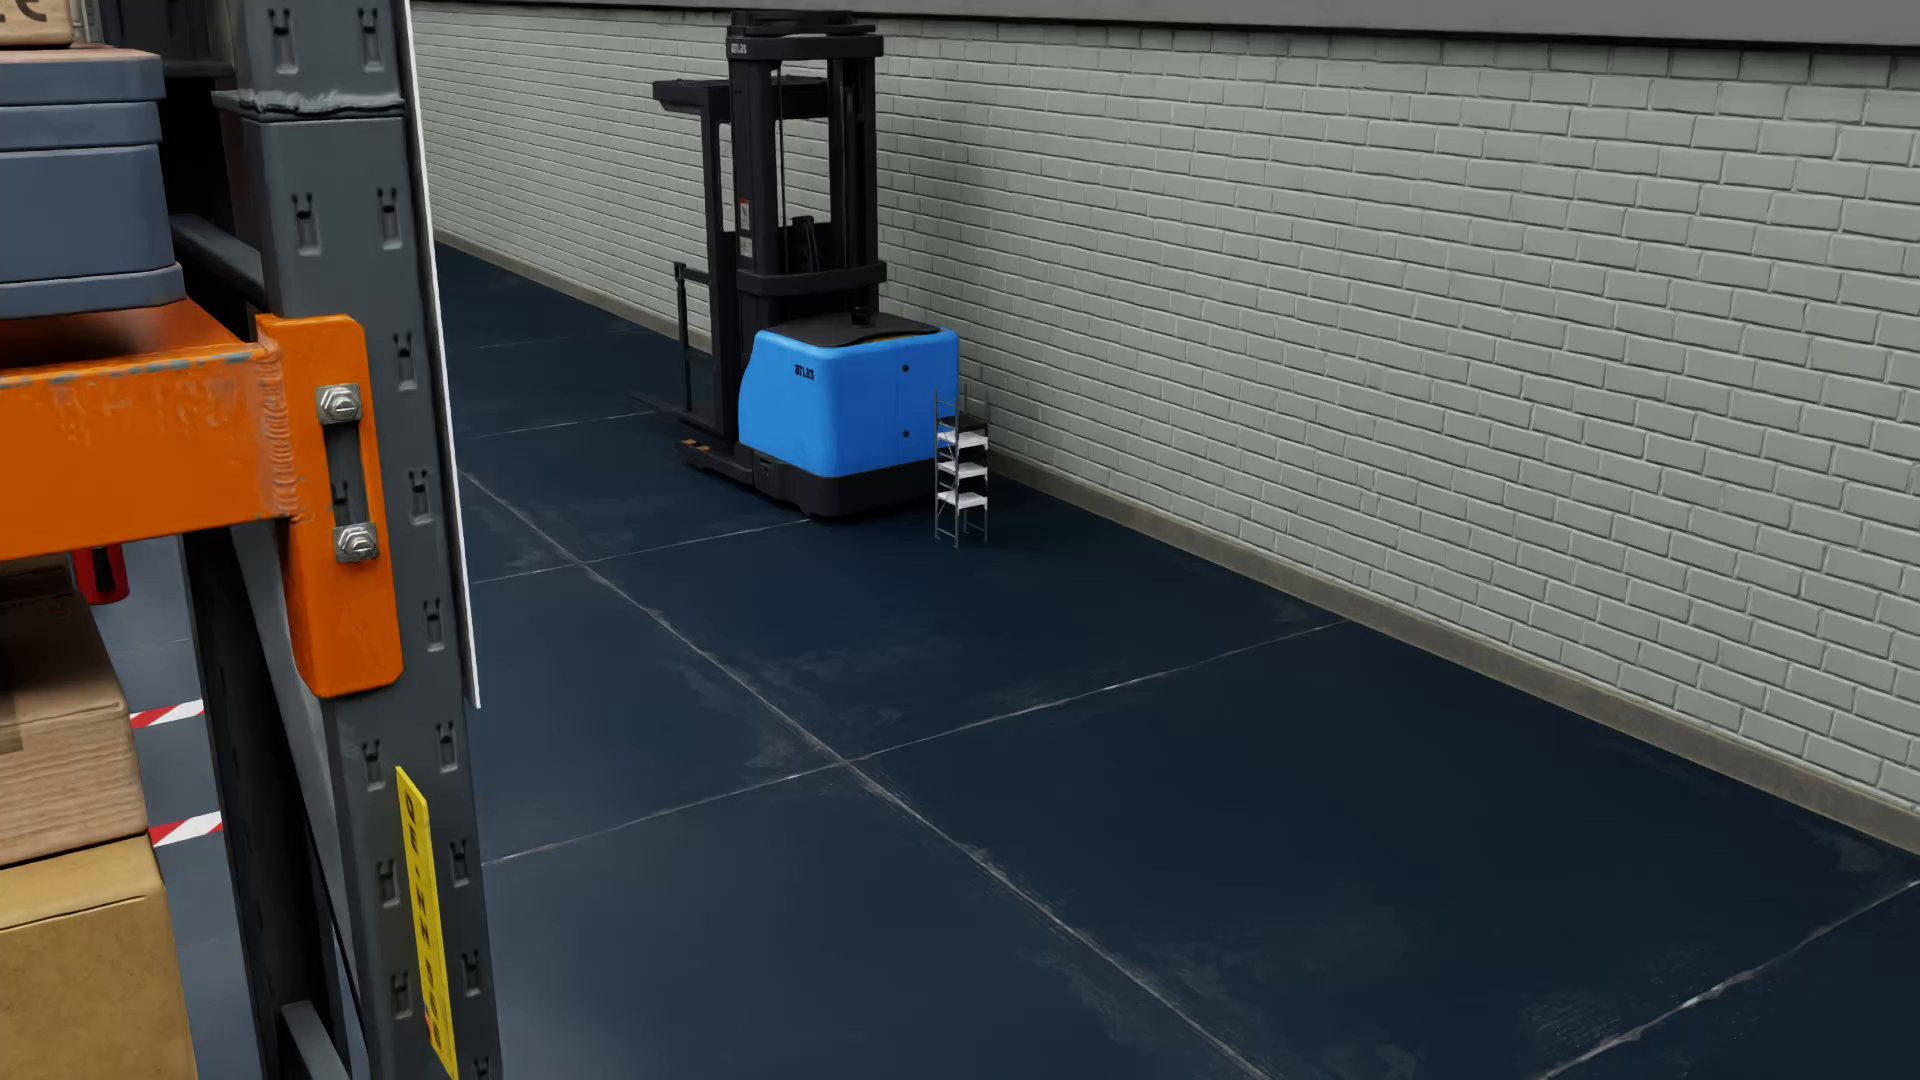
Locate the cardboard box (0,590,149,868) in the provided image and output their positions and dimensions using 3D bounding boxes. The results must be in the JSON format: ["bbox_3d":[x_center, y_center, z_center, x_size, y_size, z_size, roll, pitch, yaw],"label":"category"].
[{"bbox_3d":[-1.026,0.198,1.746,0.250,0.149,0.380,-12,22,-31],"label":"cardboard box"}]

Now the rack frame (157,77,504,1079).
[{"bbox_3d":[-0.836,0.909,2.371,0.127,3.000,1.000,-12,22,-31],"label":"rack frame"}]

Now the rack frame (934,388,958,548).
[{"bbox_3d":[-0.078,-0.410,9.552,0.006,0.900,0.240,-12,22,-31],"label":"rack frame"}]

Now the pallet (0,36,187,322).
[{"bbox_3d":[-1.450,-0.336,1.510,1.213,0.211,1.003,-12,22,-31],"label":"pallet"}]

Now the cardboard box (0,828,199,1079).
[{"bbox_3d":[-1.108,0.537,1.756,0.500,0.500,0.500,-11,22,-30],"label":"cardboard box"}]

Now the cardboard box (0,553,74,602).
[{"bbox_3d":[-1.285,0.069,2.125,0.250,0.149,0.380,-11,22,-30],"label":"cardboard box"}]

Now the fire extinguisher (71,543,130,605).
[{"bbox_3d":[-3.179,-0.105,6.073,0.183,0.674,0.296,-12,22,-31],"label":"fire extinguisher"}]

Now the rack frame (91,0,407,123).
[{"bbox_3d":[-0.836,-1.933,1.411,0.127,3.000,1.000,-12,22,-31],"label":"rack frame"}]

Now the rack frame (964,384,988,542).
[{"bbox_3d":[0.092,-0.446,9.658,0.006,0.900,0.240,-12,22,-31],"label":"rack frame"}]

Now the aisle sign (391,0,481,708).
[{"bbox_3d":[-0.605,-0.252,1.747,0.004,0.787,0.394,-12,22,-31],"label":"aisle sign"}]

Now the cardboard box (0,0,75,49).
[{"bbox_3d":[-1.162,-0.584,1.526,0.500,0.250,0.500,-14,23,-36],"label":"cardboard box"}]

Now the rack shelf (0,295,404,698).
[{"bbox_3d":[-2.506,0.181,0.964,4.000,0.370,1.077,-12,22,-31],"label":"rack shelf"}]

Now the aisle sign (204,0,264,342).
[{"bbox_3d":[-0.935,-0.412,2.222,0.004,0.787,0.394,-12,22,-31],"label":"aisle sign"}]

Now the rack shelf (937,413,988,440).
[{"bbox_3d":[0.007,-0.652,9.529,0.200,0.077,0.258,-12,22,-31],"label":"rack shelf"}]

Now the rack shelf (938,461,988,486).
[{"bbox_3d":[0.007,-0.396,9.616,0.200,0.077,0.258,-12,22,-31],"label":"rack shelf"}]

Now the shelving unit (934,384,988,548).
[{"bbox_3d":[0.007,-0.428,9.605,0.210,0.900,0.258,-12,22,-31],"label":"shelving unit"}]

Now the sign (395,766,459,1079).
[{"bbox_3d":[-0.549,0.396,1.712,0.005,0.325,0.100,-12,22,-31],"label":"sign"}]

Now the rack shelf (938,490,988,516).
[{"bbox_3d":[0.007,-0.226,9.673,0.200,0.077,0.258,-12,22,-31],"label":"rack shelf"}]

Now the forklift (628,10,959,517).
[{"bbox_3d":[-1.273,-1.936,10.895,1.130,2.935,3.031,-13,23,-34],"label":"forklift"}]

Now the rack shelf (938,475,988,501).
[{"bbox_3d":[0.007,-0.311,9.644,0.200,0.077,0.258,-12,22,-31],"label":"rack shelf"}]

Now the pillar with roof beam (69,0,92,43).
[{"bbox_3d":[-10.312,-8.114,19.693,0.400,9.000,9.100,-12,22,-31],"label":"pillar with roof beam"}]

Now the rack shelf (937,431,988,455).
[{"bbox_3d":[0.007,-0.567,9.558,0.200,0.077,0.258,-12,22,-31],"label":"rack shelf"}]

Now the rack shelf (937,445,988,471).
[{"bbox_3d":[0.007,-0.481,9.587,0.200,0.077,0.258,-12,22,-31],"label":"rack shelf"}]
